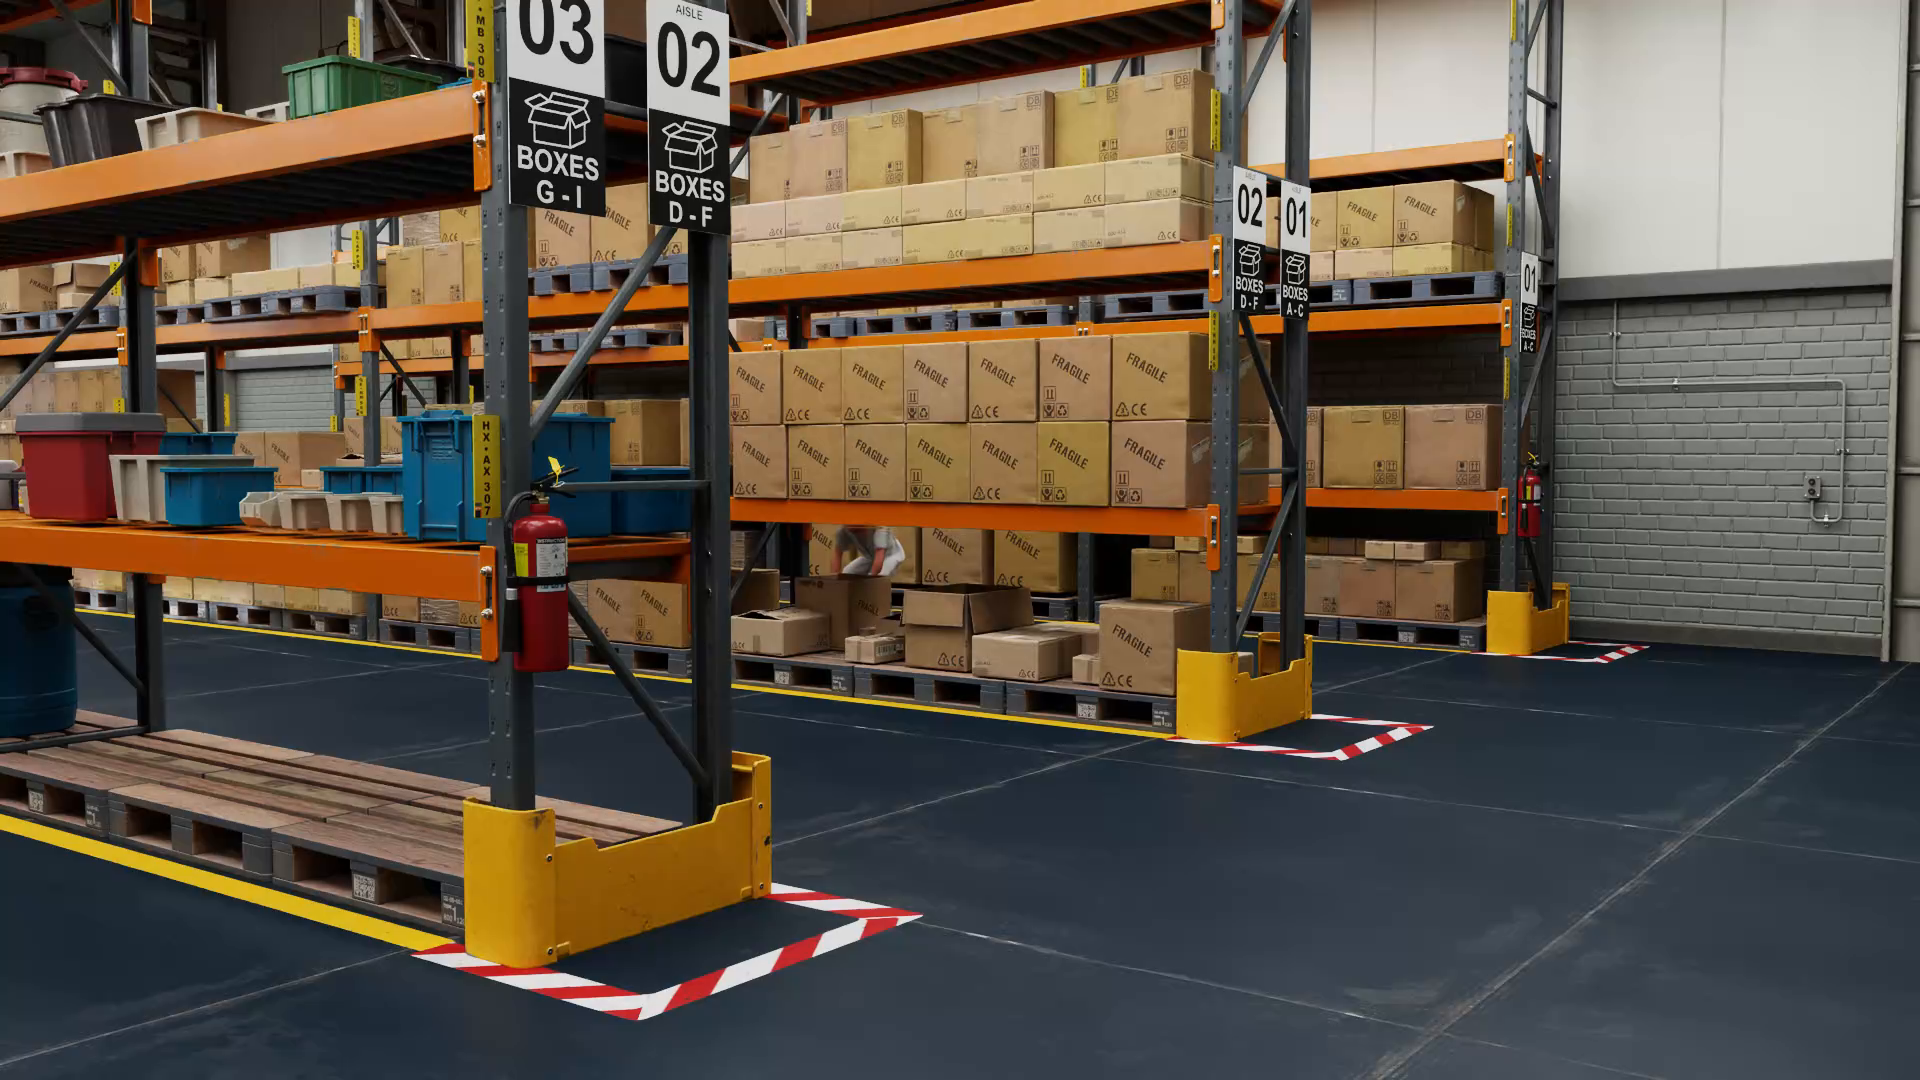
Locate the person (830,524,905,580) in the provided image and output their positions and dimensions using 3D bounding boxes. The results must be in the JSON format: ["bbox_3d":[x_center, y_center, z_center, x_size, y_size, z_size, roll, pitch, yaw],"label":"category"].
[{"bbox_3d":[-0.823,0.226,15.037,0.581,1.186,0.844,2,4,36],"label":"person"}]
